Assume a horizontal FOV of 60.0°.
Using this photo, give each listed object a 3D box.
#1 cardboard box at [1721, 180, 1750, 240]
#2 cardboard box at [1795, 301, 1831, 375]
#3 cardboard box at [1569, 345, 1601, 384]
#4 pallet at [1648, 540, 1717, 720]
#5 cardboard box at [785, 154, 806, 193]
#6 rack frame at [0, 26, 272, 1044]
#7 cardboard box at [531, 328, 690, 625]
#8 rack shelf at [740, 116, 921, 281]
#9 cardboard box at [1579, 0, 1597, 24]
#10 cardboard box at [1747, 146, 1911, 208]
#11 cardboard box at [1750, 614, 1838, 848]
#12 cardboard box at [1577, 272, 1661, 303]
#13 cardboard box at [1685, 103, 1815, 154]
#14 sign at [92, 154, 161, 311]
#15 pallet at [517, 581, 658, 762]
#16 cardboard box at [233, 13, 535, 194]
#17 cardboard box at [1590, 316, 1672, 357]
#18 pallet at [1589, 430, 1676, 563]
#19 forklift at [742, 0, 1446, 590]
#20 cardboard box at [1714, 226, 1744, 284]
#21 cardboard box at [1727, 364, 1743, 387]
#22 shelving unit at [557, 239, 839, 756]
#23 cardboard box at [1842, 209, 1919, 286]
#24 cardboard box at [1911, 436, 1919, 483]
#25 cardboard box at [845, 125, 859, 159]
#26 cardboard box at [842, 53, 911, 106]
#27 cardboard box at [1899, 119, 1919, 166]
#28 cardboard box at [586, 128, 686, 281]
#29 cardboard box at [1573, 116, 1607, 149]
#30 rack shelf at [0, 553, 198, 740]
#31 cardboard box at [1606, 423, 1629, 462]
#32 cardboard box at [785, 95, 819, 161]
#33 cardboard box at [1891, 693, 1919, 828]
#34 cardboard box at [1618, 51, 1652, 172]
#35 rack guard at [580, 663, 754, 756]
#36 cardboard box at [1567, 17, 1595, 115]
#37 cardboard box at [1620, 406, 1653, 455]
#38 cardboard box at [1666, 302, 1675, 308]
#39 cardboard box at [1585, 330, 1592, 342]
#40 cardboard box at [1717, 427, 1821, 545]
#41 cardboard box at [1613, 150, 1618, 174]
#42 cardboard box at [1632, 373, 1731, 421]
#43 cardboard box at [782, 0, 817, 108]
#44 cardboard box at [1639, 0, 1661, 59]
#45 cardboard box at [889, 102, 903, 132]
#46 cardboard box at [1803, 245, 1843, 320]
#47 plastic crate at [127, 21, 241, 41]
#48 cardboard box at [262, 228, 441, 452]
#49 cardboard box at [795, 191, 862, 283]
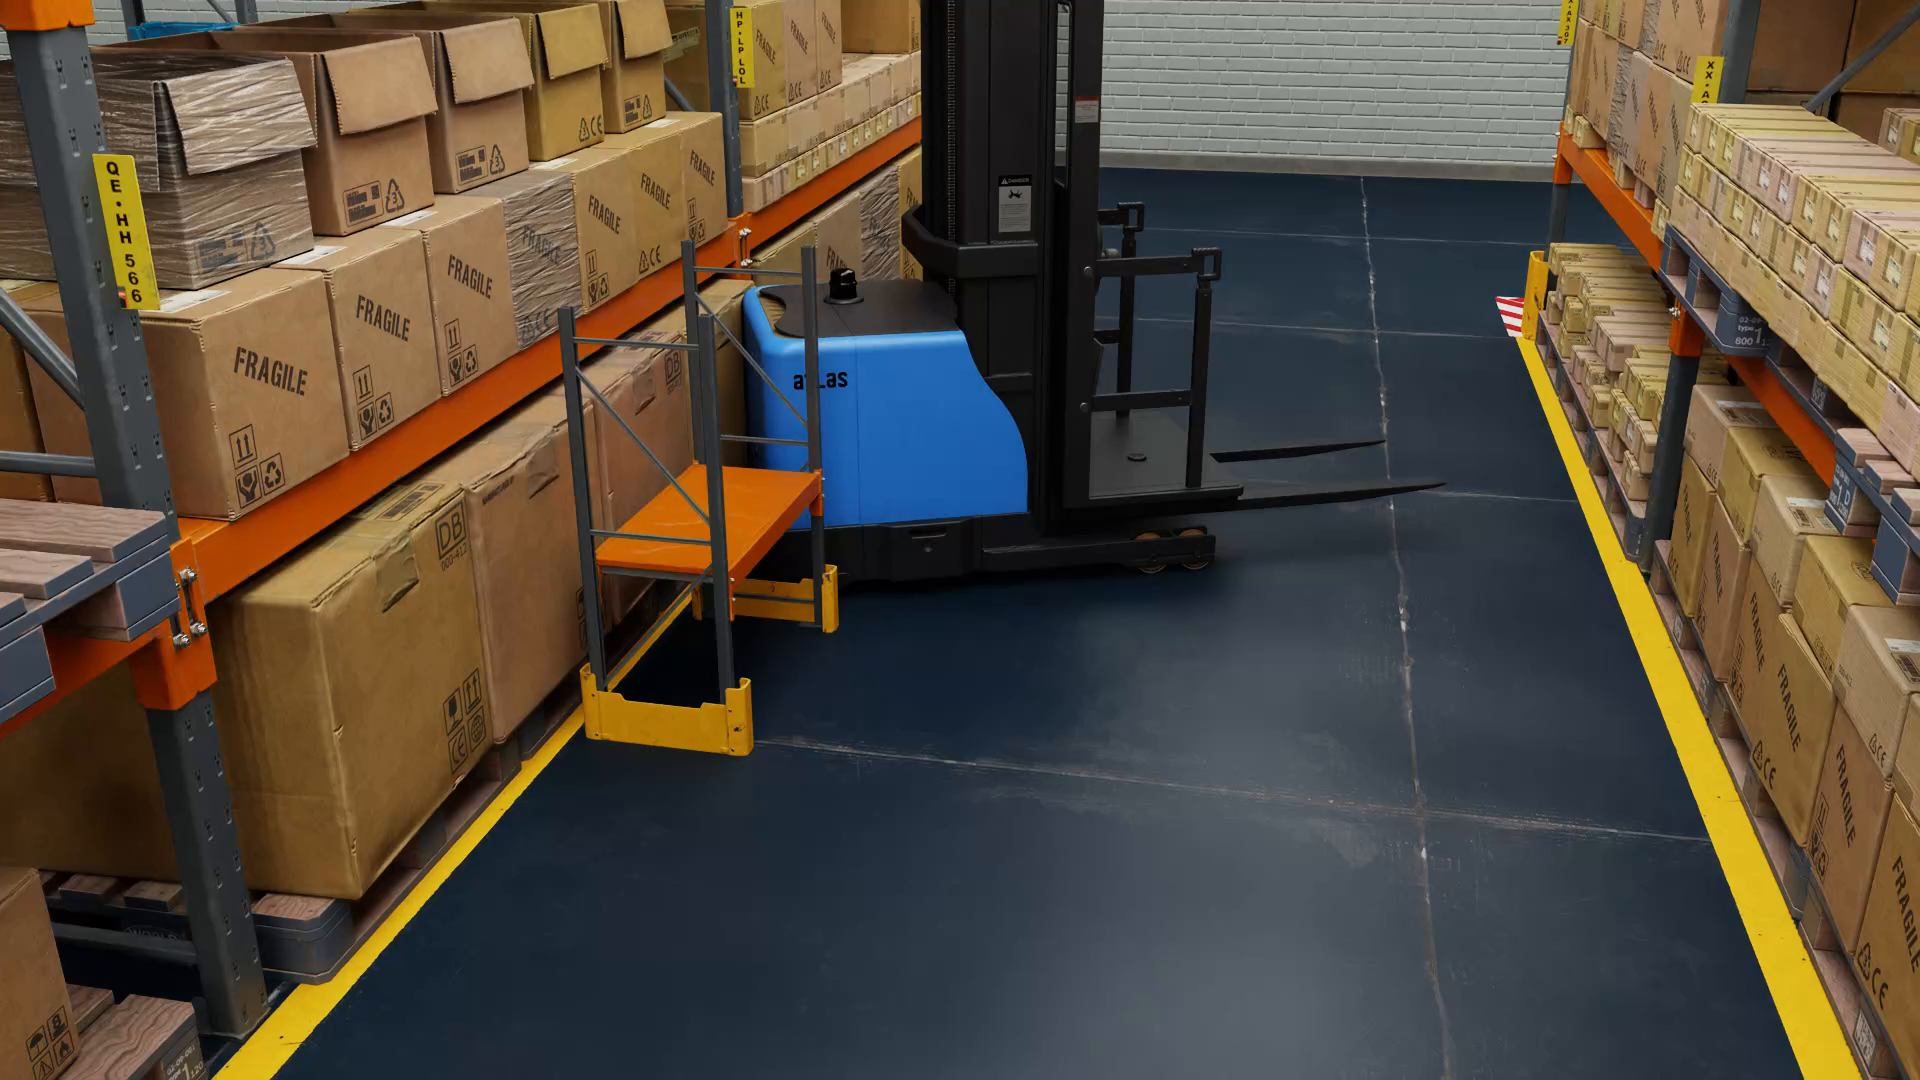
[{"bbox_3d":[2.679,-1.052,5.326,0.380,0.149,0.250,4,22,9],"label":"cardboard box"},{"bbox_3d":[2.467,-0.529,4.425,0.380,0.149,0.250,5,23,13],"label":"cardboard box"},{"bbox_3d":[3.490,-0.934,8.911,0.380,0.149,0.250,3,22,8],"label":"cardboard box"},{"bbox_3d":[3.208,0.349,6.204,1.003,0.211,1.213,4,22,11],"label":"pallet"},{"bbox_3d":[-0.977,-1.803,8.152,0.380,0.149,0.250,5,23,13],"label":"cardboard box"},{"bbox_3d":[-2.286,-0.181,3.789,1.000,3.000,0.127,4,22,11],"label":"rack frame"},{"bbox_3d":[-1.762,-0.291,6.343,1.225,0.875,0.875,4,22,9],"label":"cardboard box"},{"bbox_3d":[-1.061,-2.042,9.372,1.077,0.370,4.000,4,22,11],"label":"rack shelf"},{"bbox_3d":[3.830,-3.196,9.404,0.500,0.500,0.500,4,22,11],"label":"cardboard box"},{"bbox_3d":[2.624,-1.094,5.032,0.380,0.149,0.250,4,22,10],"label":"cardboard box"},{"bbox_3d":[2.629,0.554,4.748,0.500,0.500,0.500,3,22,9],"label":"cardboard box"},{"bbox_3d":[3.657,-1.385,9.236,0.380,0.149,0.250,3,22,8],"label":"cardboard box"},{"bbox_3d":[2.835,-1.474,5.977,0.380,0.149,0.250,6,23,14],"label":"cardboard box"},{"bbox_3d":[-1.753,-0.644,3.493,0.100,0.325,0.005,4,22,11],"label":"sign"},{"bbox_3d":[-1.800,0.385,6.116,1.003,0.211,1.213,4,22,11],"label":"pallet"},{"bbox_3d":[-1.855,-1.443,5.445,0.797,0.503,0.637,5,23,13],"label":"cardboard box"},{"bbox_3d":[3.377,-1.010,8.304,0.380,0.149,0.250,4,22,9],"label":"cardboard box"},{"bbox_3d":[3.468,-0.184,7.528,1.003,0.211,1.213,4,22,11],"label":"pallet"},{"bbox_3d":[0.611,-1.408,6.927,3.031,2.935,1.130,-5,22,-11],"label":"forklift"},{"bbox_3d":[2.677,-0.914,5.381,0.380,0.149,0.250,5,22,11],"label":"cardboard box"},{"bbox_3d":[3.787,-0.777,7.726,0.380,0.149,0.250,4,22,10],"label":"cardboard box"},{"bbox_3d":[-0.877,-0.192,5.823,0.587,1.500,1.083,5,22,12],"label":"shelving unit"},{"bbox_3d":[2.413,-0.708,4.074,0.380,0.149,0.250,4,22,11],"label":"cardboard box"},{"bbox_3d":[2.252,-0.151,3.487,0.380,0.149,0.250,4,22,11],"label":"cardboard box"},{"bbox_3d":[-0.767,-2.181,9.090,0.380,0.149,0.250,4,22,9],"label":"cardboard box"},{"bbox_3d":[-0.597,-2.793,10.075,0.500,0.250,0.500,4,22,10],"label":"cardboard box"},{"bbox_3d":[3.421,-1.323,5.602,0.380,0.149,0.250,4,22,9],"label":"cardboard box"},{"bbox_3d":[-1.405,-1.318,6.478,0.500,0.500,0.500,5,23,13],"label":"cardboard box"},{"bbox_3d":[3.676,-2.292,9.365,0.380,0.149,0.250,4,22,9],"label":"cardboard box"},{"bbox_3d":[-2.694,0.884,2.107,1.077,0.370,4.000,4,22,11],"label":"rack shelf"},{"bbox_3d":[3.238,-0.461,7.738,0.380,0.149,0.250,4,22,9],"label":"cardboard box"},{"bbox_3d":[-1.011,-2.046,8.221,0.500,0.250,0.500,4,22,11],"label":"cardboard box"},{"bbox_3d":[2.432,0.580,3.677,0.500,0.250,0.500,4,22,10],"label":"cardboard box"},{"bbox_3d":[3.397,-1.984,7.732,0.500,0.500,0.500,4,22,11],"label":"cardboard box"},{"bbox_3d":[-0.988,0.569,5.606,0.587,0.250,0.087,5,22,12],"label":"rack guard"},{"bbox_3d":[3.820,-2.733,9.593,0.500,0.500,0.500,6,23,13],"label":"cardboard box"},{"bbox_3d":[3.162,-0.479,7.383,0.380,0.149,0.250,3,22,8],"label":"cardboard box"},{"bbox_3d":[4.093,-1.207,9.191,0.380,0.149,0.250,4,22,10],"label":"cardboard box"},{"bbox_3d":[3.629,-1.149,9.046,0.380,0.149,0.250,3,22,8],"label":"cardboard box"},{"bbox_3d":[2.850,-0.167,5.534,0.500,0.250,0.500,5,22,12],"label":"cardboard box"},{"bbox_3d":[3.526,-1.908,8.412,0.380,0.149,0.250,5,23,13],"label":"cardboard box"},{"bbox_3d":[3.196,-0.624,7.345,0.380,0.149,0.250,5,22,12],"label":"cardboard box"},{"bbox_3d":[-1.013,-2.396,8.086,0.500,0.500,0.500,4,22,11],"label":"cardboard box"},{"bbox_3d":[3.415,-2.446,7.540,0.500,0.500,0.500,5,22,12],"label":"cardboard box"},{"bbox_3d":[-0.560,-2.557,10.023,0.380,0.149,0.250,5,22,12],"label":"cardboard box"},{"bbox_3d":[2.465,-0.670,4.378,0.380,0.149,0.250,5,22,12],"label":"cardboard box"},{"bbox_3d":[-5.388,-3.392,11.634,0.616,0.435,0.499,4,22,11],"label":"plastic crate"},{"bbox_3d":[-1.817,-0.574,4.629,0.500,0.500,0.500,4,22,9],"label":"cardboard box"},{"bbox_3d":[-1.073,-1.418,9.141,0.875,0.875,0.875,4,22,11],"label":"cardboard box"}]
